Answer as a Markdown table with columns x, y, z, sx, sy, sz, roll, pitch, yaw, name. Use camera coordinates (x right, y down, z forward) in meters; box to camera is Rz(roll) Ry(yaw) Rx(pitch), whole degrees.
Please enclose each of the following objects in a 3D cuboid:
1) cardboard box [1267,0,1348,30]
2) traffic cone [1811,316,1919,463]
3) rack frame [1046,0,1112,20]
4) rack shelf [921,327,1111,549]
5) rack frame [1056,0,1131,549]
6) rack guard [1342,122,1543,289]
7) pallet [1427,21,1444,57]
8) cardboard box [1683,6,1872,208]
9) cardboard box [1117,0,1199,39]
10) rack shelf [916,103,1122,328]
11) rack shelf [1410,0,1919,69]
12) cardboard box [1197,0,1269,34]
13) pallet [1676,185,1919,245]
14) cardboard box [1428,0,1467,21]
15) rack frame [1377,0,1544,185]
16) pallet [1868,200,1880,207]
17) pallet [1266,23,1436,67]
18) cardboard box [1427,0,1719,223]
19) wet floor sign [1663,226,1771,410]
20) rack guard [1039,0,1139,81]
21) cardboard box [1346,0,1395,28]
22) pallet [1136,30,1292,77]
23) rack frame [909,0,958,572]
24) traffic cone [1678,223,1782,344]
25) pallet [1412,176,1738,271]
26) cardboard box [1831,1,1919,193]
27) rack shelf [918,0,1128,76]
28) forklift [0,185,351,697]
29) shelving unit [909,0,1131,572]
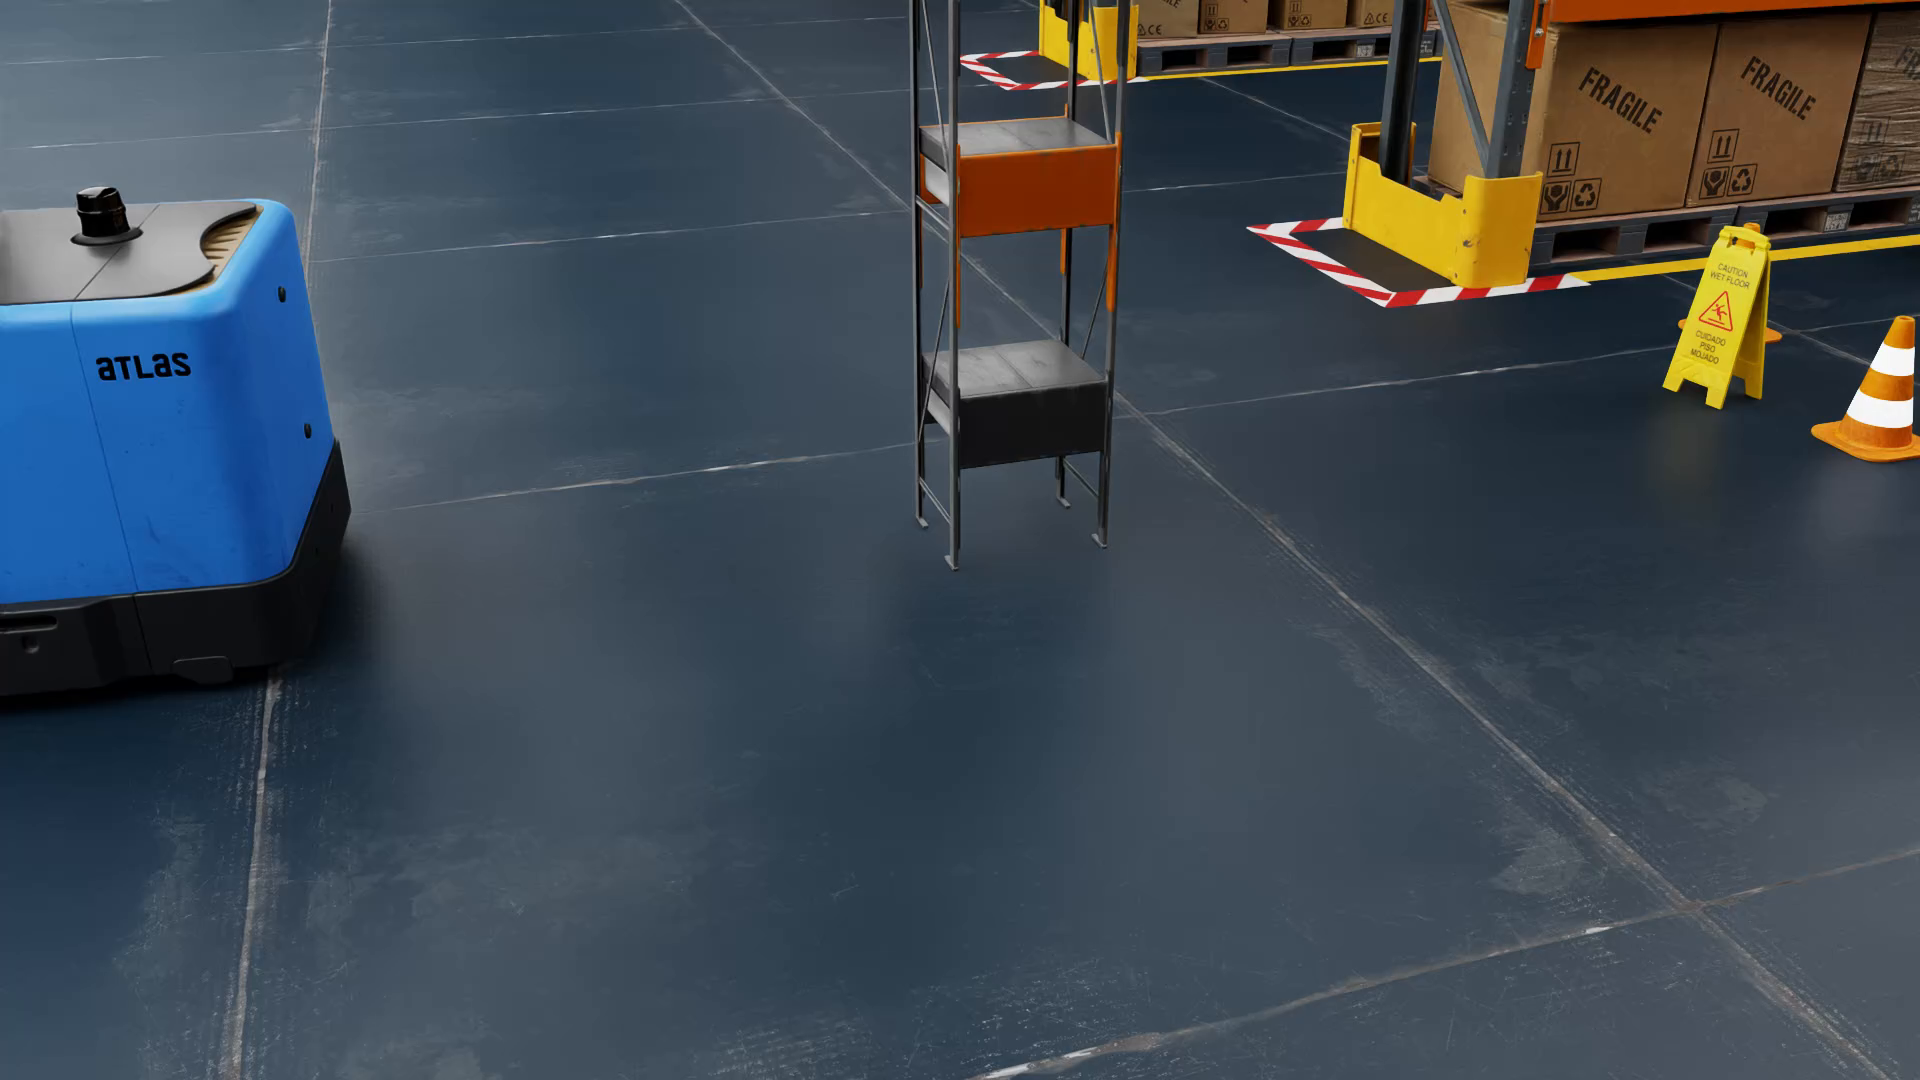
| x | y | z | sx | sy | sz | roll | pitch | yaw | name |
| --- | --- | --- | --- | --- | --- | --- | --- | --- | --- |
| 2.618 | -4.181 | 12.638 | 0.500 | 0.500 | 0.500 | -6 | 27 | -11 | cardboard box |
| 3.272 | -0.560 | 5.857 | 0.334 | 0.463 | 0.336 | -8 | 28 | -16 | traffic cone |
| 0.861 | -4.859 | 11.664 | 0.127 | 3.000 | 1.000 | -8 | 28 | -16 | rack frame |
| 0.157 | -0.324 | 5.146 | 0.480 | 0.518 | 0.431 | -8 | 28 | -16 | rack shelf |
| 0.389 | -0.997 | 4.897 | 0.015 | 2.100 | 0.400 | -8 | 28 | -16 | rack frame |
| 2.278 | -1.625 | 7.961 | 0.348 | 0.500 | 1.175 | -8 | 28 | -16 | rack guard |
| 4.036 | -4.053 | 13.177 | 1.213 | 0.211 | 1.003 | -8 | 28 | -16 | pallet |
| 3.761 | -2.227 | 8.281 | 0.875 | 0.875 | 0.875 | -9 | 28 | -17 | cardboard box |
| 1.459 | -4.006 | 12.285 | 0.500 | 0.500 | 0.500 | -3 | 27 | -7 | cardboard box |
| 0.157 | -0.951 | 4.835 | 0.480 | 0.518 | 0.431 | -8 | 28 | -16 | rack shelf |
| 4.202 | -2.701 | 8.126 | 4.000 | 0.370 | 1.077 | -8 | 28 | -16 | rack shelf |
| 2.017 | -4.103 | 12.480 | 0.500 | 0.500 | 0.500 | -1 | 26 | -3 | cardboard box |
| 4.194 | -1.808 | 8.655 | 1.213 | 0.211 | 1.003 | -8 | 28 | -16 | pallet |
| 3.729 | -4.358 | 12.993 | 0.500 | 0.500 | 0.500 | 0 | 26 | 0 | cardboard box |
| 2.300 | -2.748 | 7.411 | 0.127 | 3.000 | 1.000 | -8 | 28 | -16 | rack frame |
| 5.357 | -1.978 | 8.997 | 1.213 | 0.211 | 1.003 | -8 | 28 | -16 | pallet |
| 2.874 | -3.884 | 12.835 | 1.213 | 0.211 | 1.003 | -8 | 28 | -16 | pallet |
| 2.925 | -2.105 | 8.035 | 0.875 | 0.875 | 0.875 | -8 | 28 | -16 | cardboard box |
| 2.886 | -0.852 | 6.241 | 0.232 | 0.644 | 0.267 | -13 | 29 | -25 | wet floor sign |
| 0.933 | -3.750 | 12.241 | 0.348 | 0.500 | 1.175 | -8 | 28 | -16 | rack guard |
| 3.163 | -4.239 | 12.754 | 0.500 | 0.500 | 0.500 | -11 | 28 | -21 | cardboard box |
| 1.716 | -3.717 | 12.500 | 1.213 | 0.211 | 1.003 | -8 | 28 | -16 | pallet |
| -0.075 | -0.930 | 4.761 | 0.015 | 2.100 | 0.400 | -8 | 28 | -16 | rack frame |
| 3.245 | -1.084 | 6.913 | 0.334 | 0.463 | 0.336 | -8 | 28 | -16 | traffic cone |
| 3.036 | -1.642 | 8.320 | 1.213 | 0.211 | 1.003 | -8 | 28 | -16 | pallet |
| 4.628 | -2.352 | 8.532 | 0.875 | 0.875 | 0.875 | -8 | 28 | -16 | cardboard box |
| 0.157 | -1.578 | 4.524 | 0.480 | 0.518 | 0.431 | -8 | 28 | -16 | rack shelf |
| -3.335 | -1.024 | 4.017 | 3.031 | 2.935 | 1.130 | -5 | 27 | -10 | forklift |
| 0.157 | -0.963 | 4.829 | 0.503 | 2.100 | 0.431 | -8 | 28 | -16 | shelving unit |
